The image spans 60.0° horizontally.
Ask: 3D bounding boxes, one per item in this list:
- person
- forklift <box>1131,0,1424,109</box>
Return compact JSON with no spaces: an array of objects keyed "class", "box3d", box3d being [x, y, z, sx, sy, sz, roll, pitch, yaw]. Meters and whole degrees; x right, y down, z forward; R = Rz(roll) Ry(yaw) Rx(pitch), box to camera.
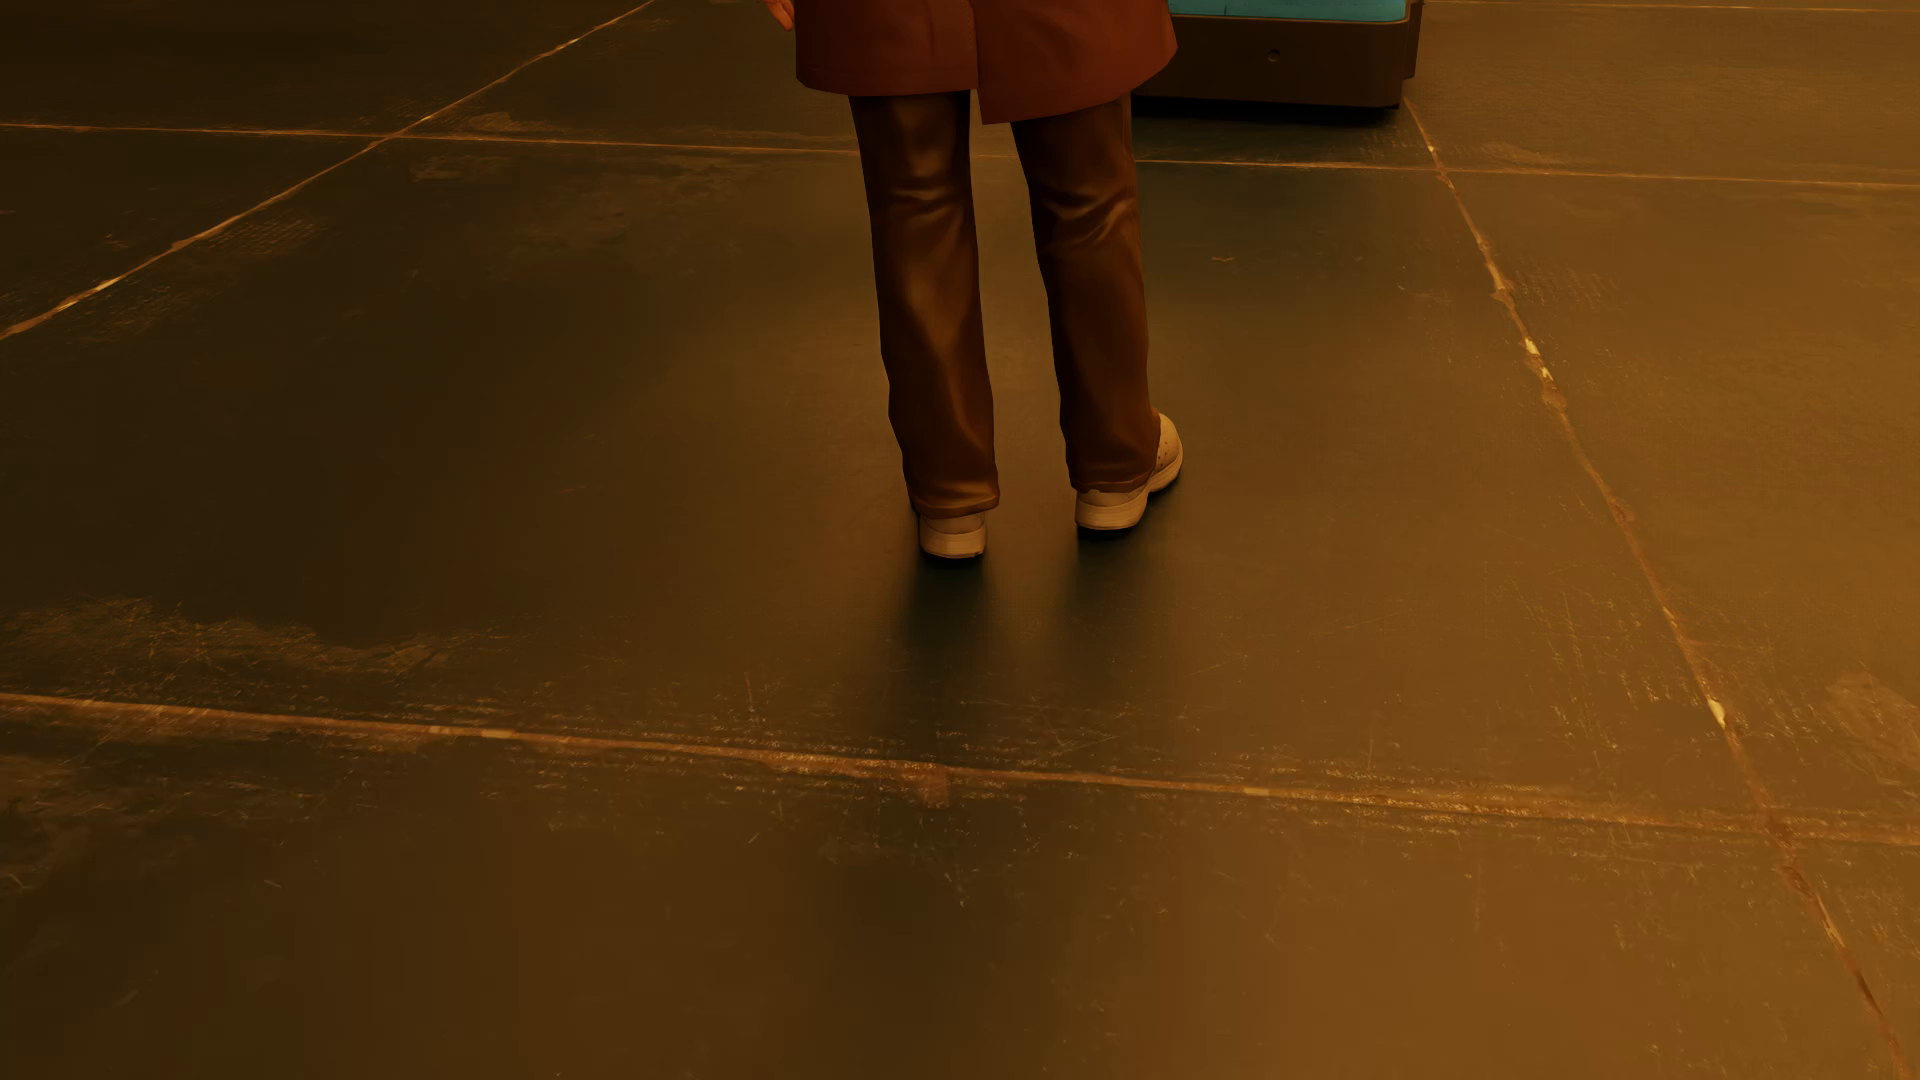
[{"class":"person","box3d":[0.017,-0.842,2.180,0.696,1.775,0.582,3,27,7]},{"class":"forklift","box3d":[1.146,-3.220,5.672,1.130,2.935,3.031,6,27,13]}]
